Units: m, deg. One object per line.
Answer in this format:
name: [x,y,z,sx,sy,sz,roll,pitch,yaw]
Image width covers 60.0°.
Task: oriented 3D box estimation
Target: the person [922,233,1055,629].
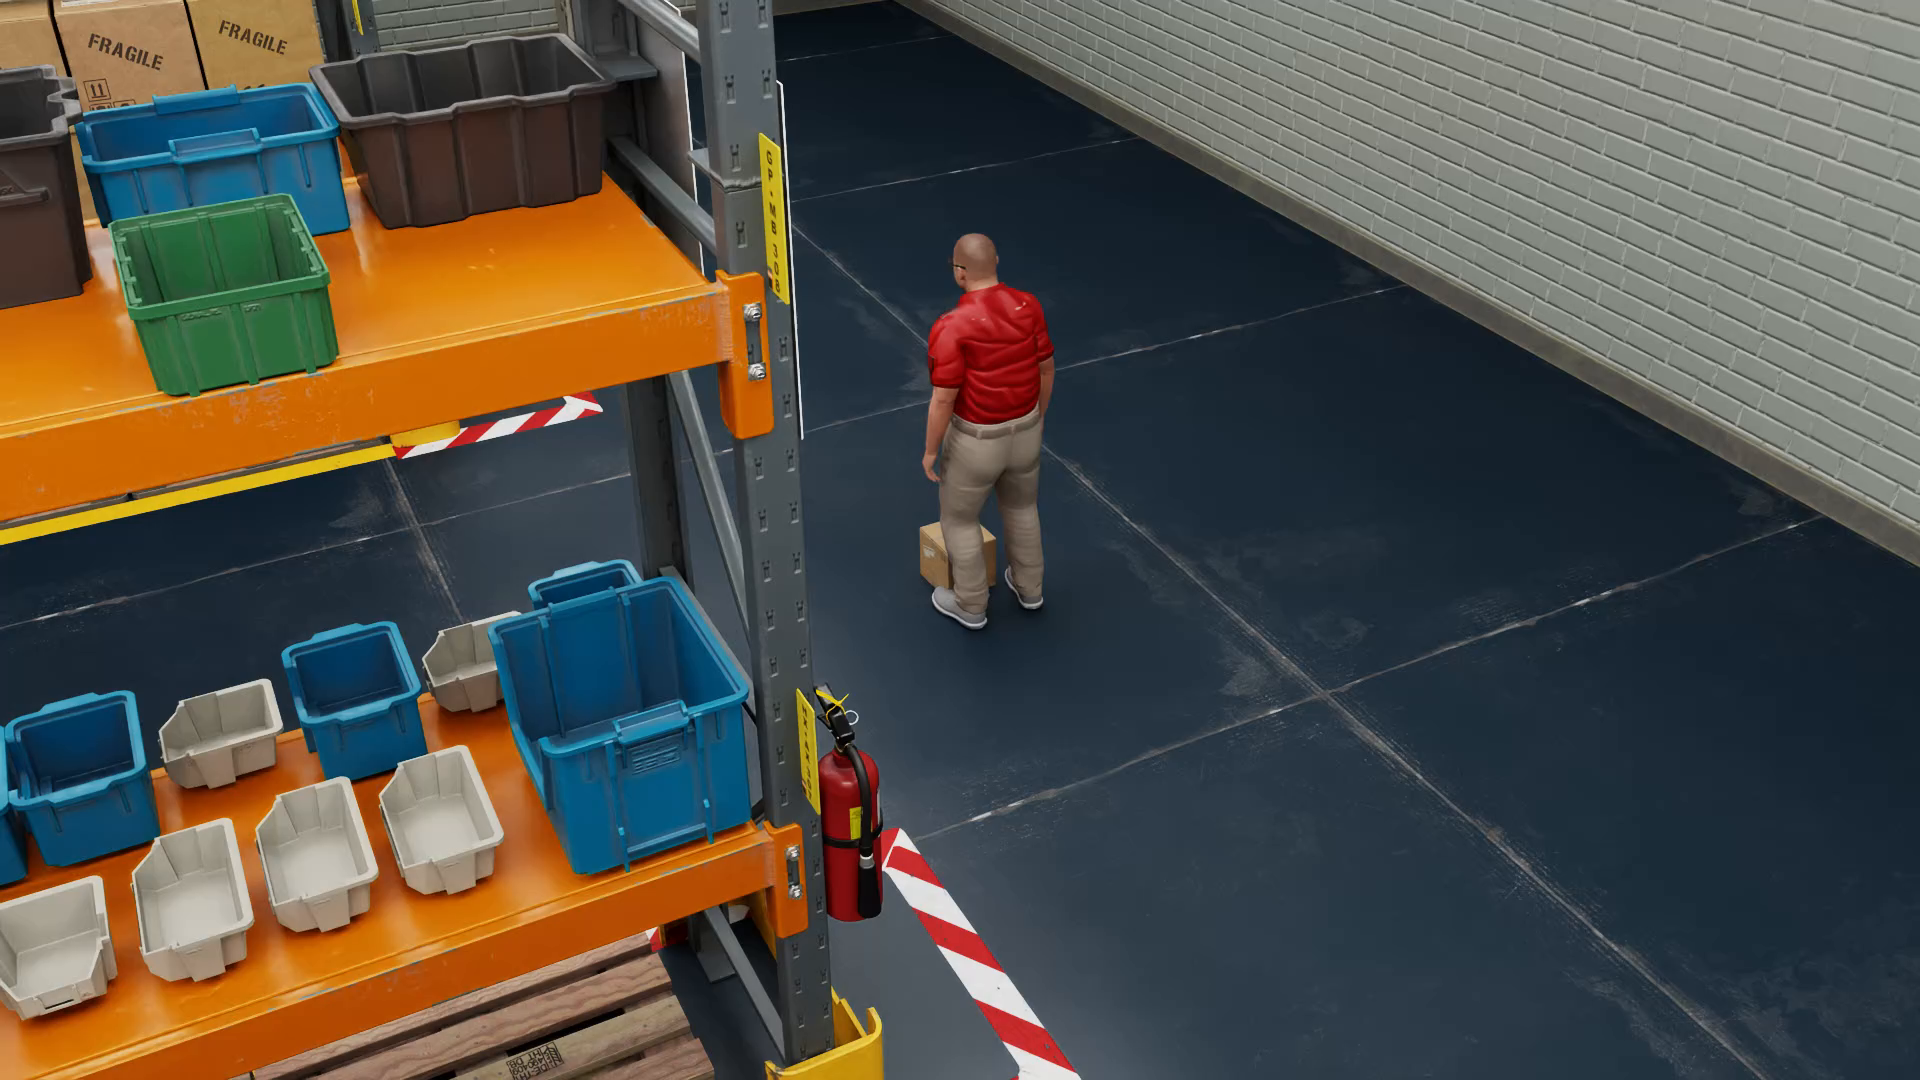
person: [0.115,-0.427,6.814,0.606,1.726,0.393,-18,37,-26]
